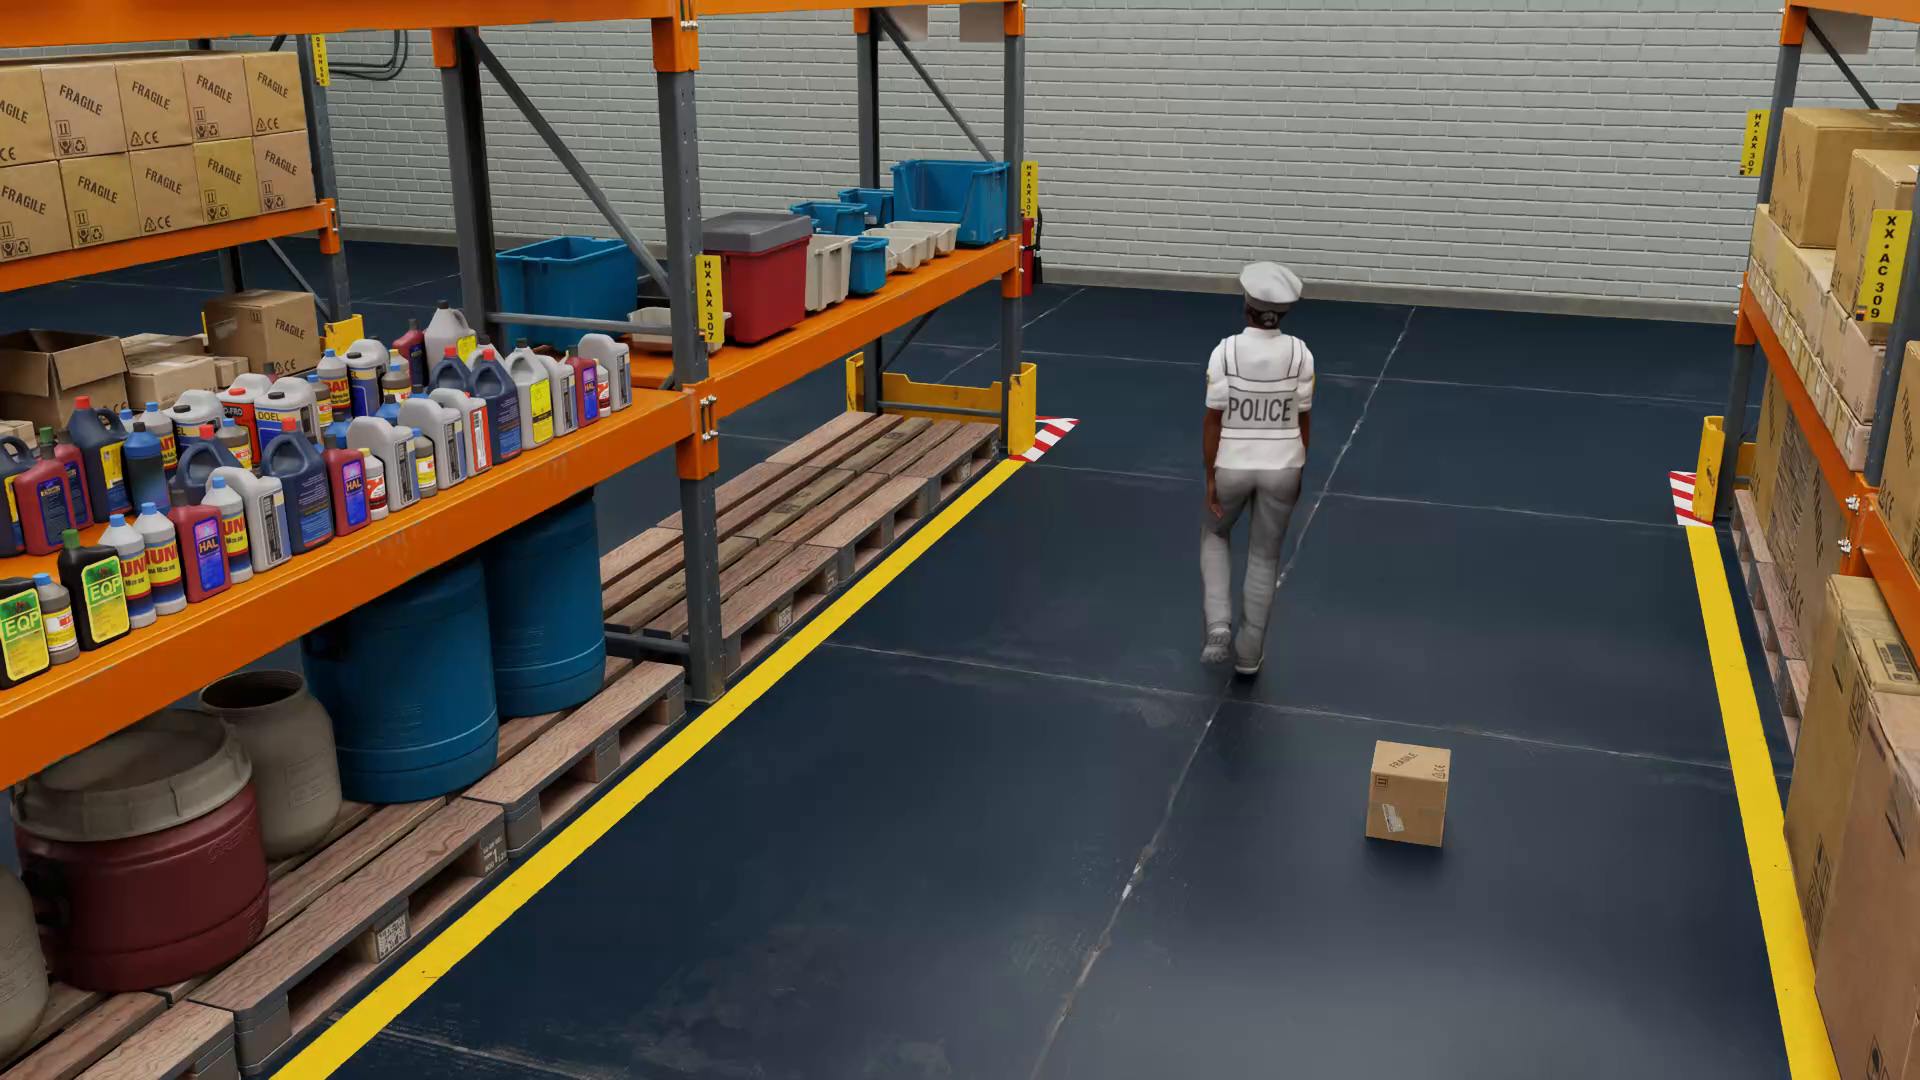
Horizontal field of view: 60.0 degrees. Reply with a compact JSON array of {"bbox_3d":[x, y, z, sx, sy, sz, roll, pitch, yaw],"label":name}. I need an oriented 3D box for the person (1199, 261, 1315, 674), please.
[{"bbox_3d":[1.200,-0.281,6.804,0.433,1.714,0.428,2,19,6],"label":"person"}]
